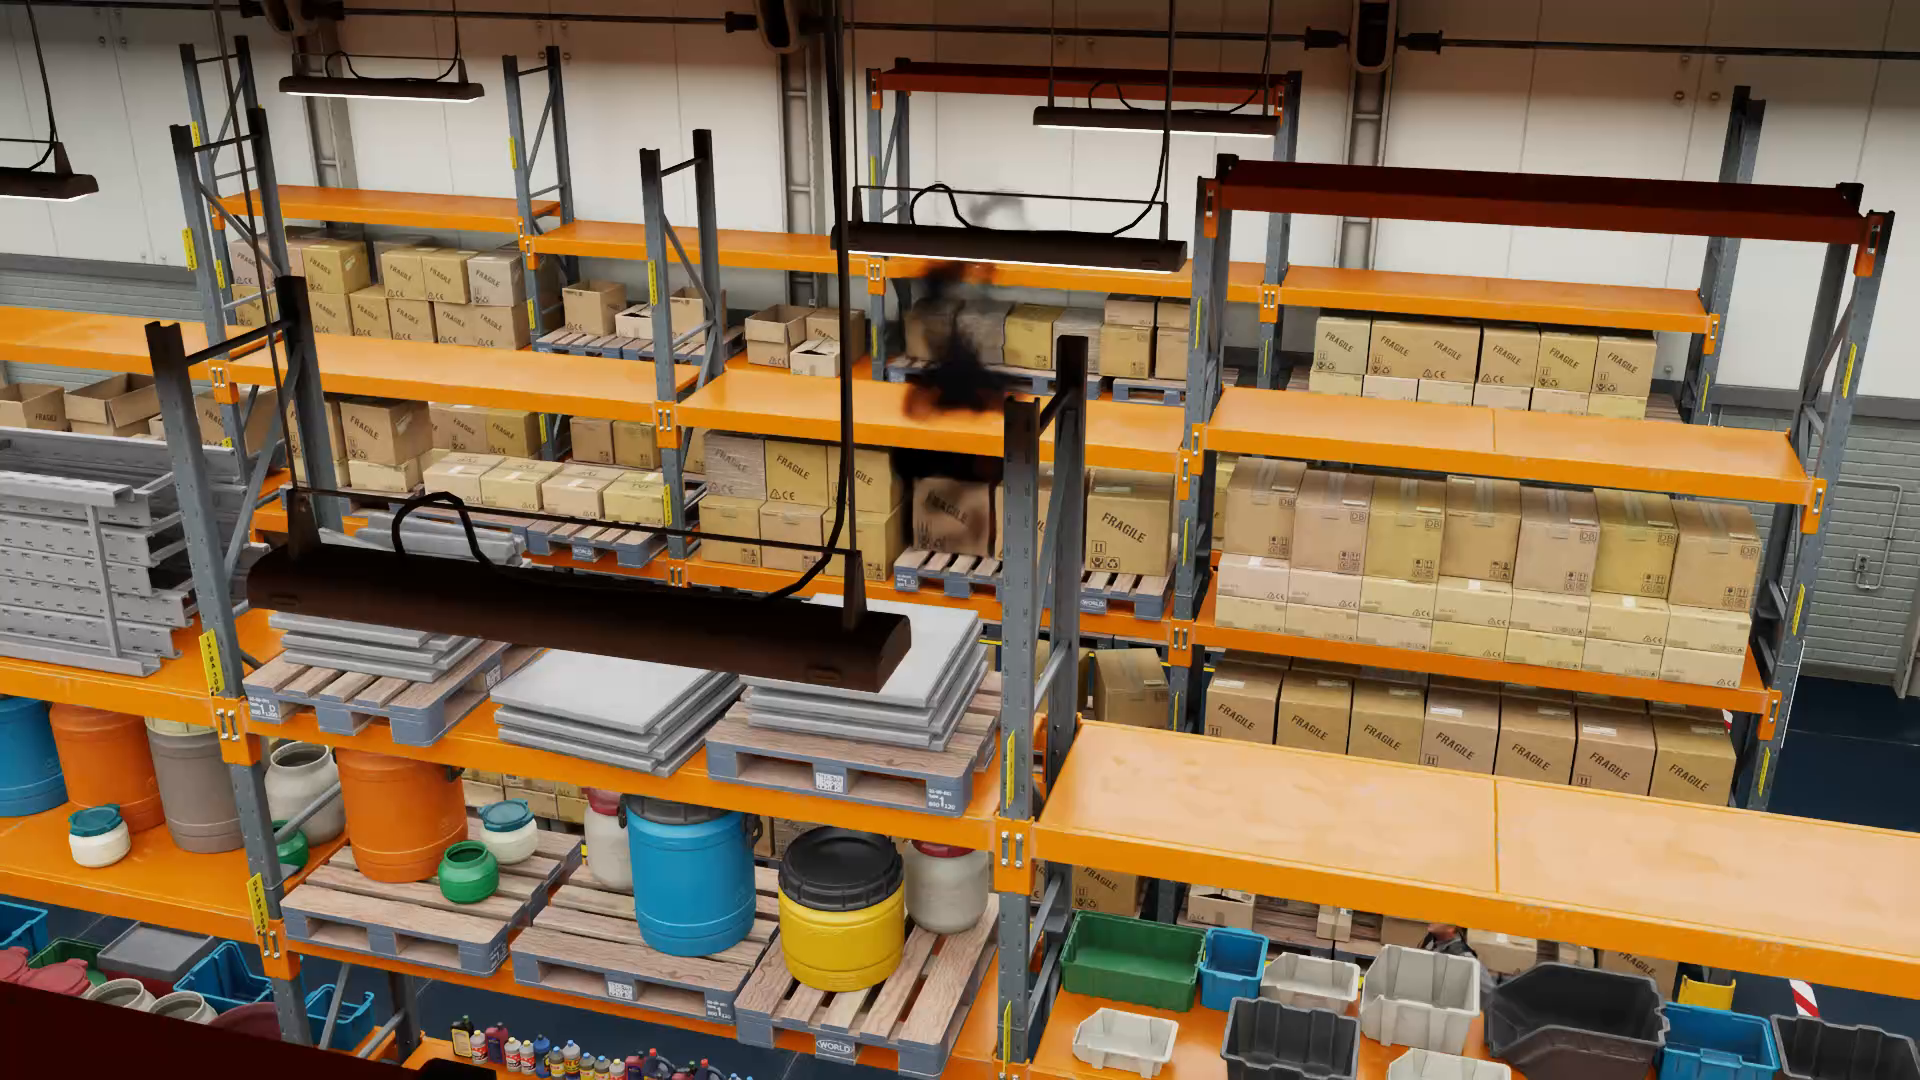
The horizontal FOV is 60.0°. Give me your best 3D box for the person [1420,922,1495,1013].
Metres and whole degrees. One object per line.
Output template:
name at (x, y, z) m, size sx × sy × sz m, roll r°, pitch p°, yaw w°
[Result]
person at (3.171, 3.147, 10.982) m, size 0.804 × 1.760 × 0.603 m, roll 4°, pitch 23°, yaw 9°
